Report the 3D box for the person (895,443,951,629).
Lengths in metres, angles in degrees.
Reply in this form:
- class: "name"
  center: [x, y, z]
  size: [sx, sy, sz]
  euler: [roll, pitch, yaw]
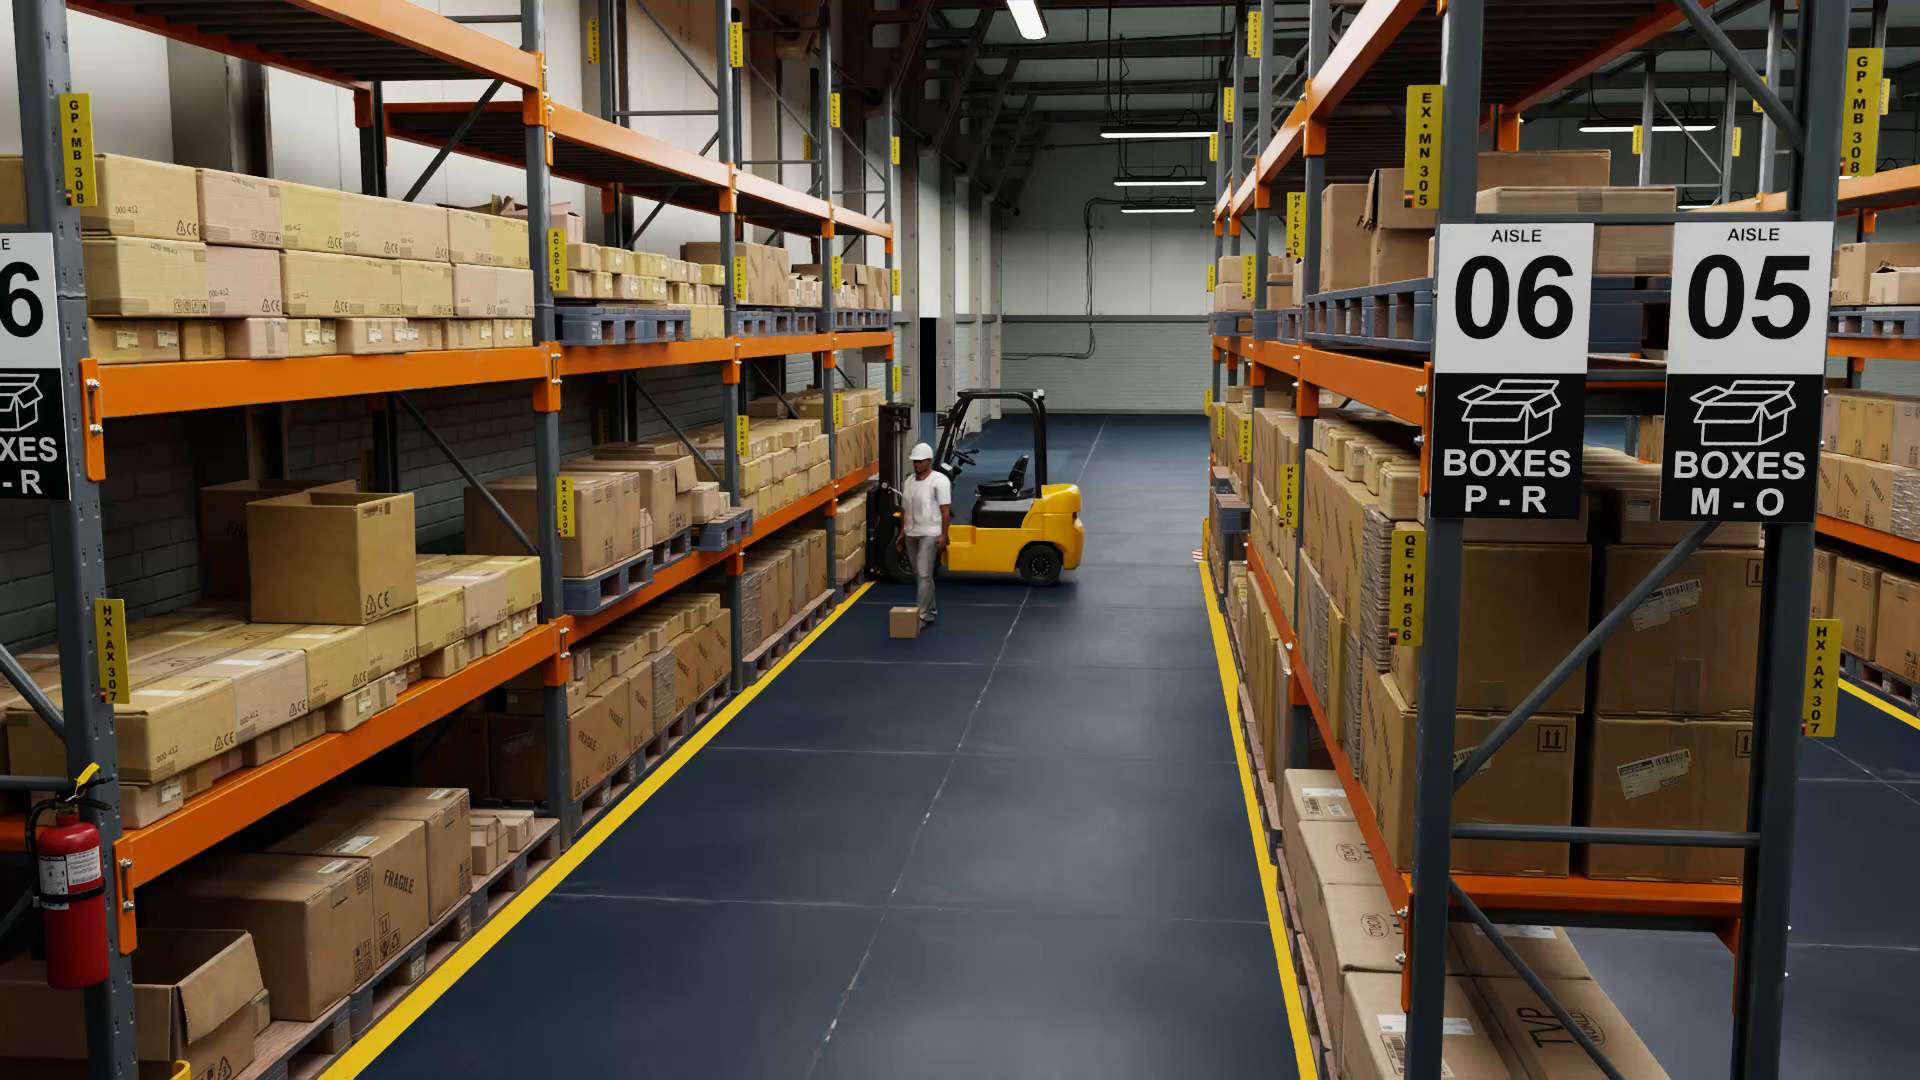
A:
- class: "person"
  center: [-0.404, -0.039, 15.981]
  size: [0.585, 1.778, 0.585]
  euler: [7, 10, 42]
